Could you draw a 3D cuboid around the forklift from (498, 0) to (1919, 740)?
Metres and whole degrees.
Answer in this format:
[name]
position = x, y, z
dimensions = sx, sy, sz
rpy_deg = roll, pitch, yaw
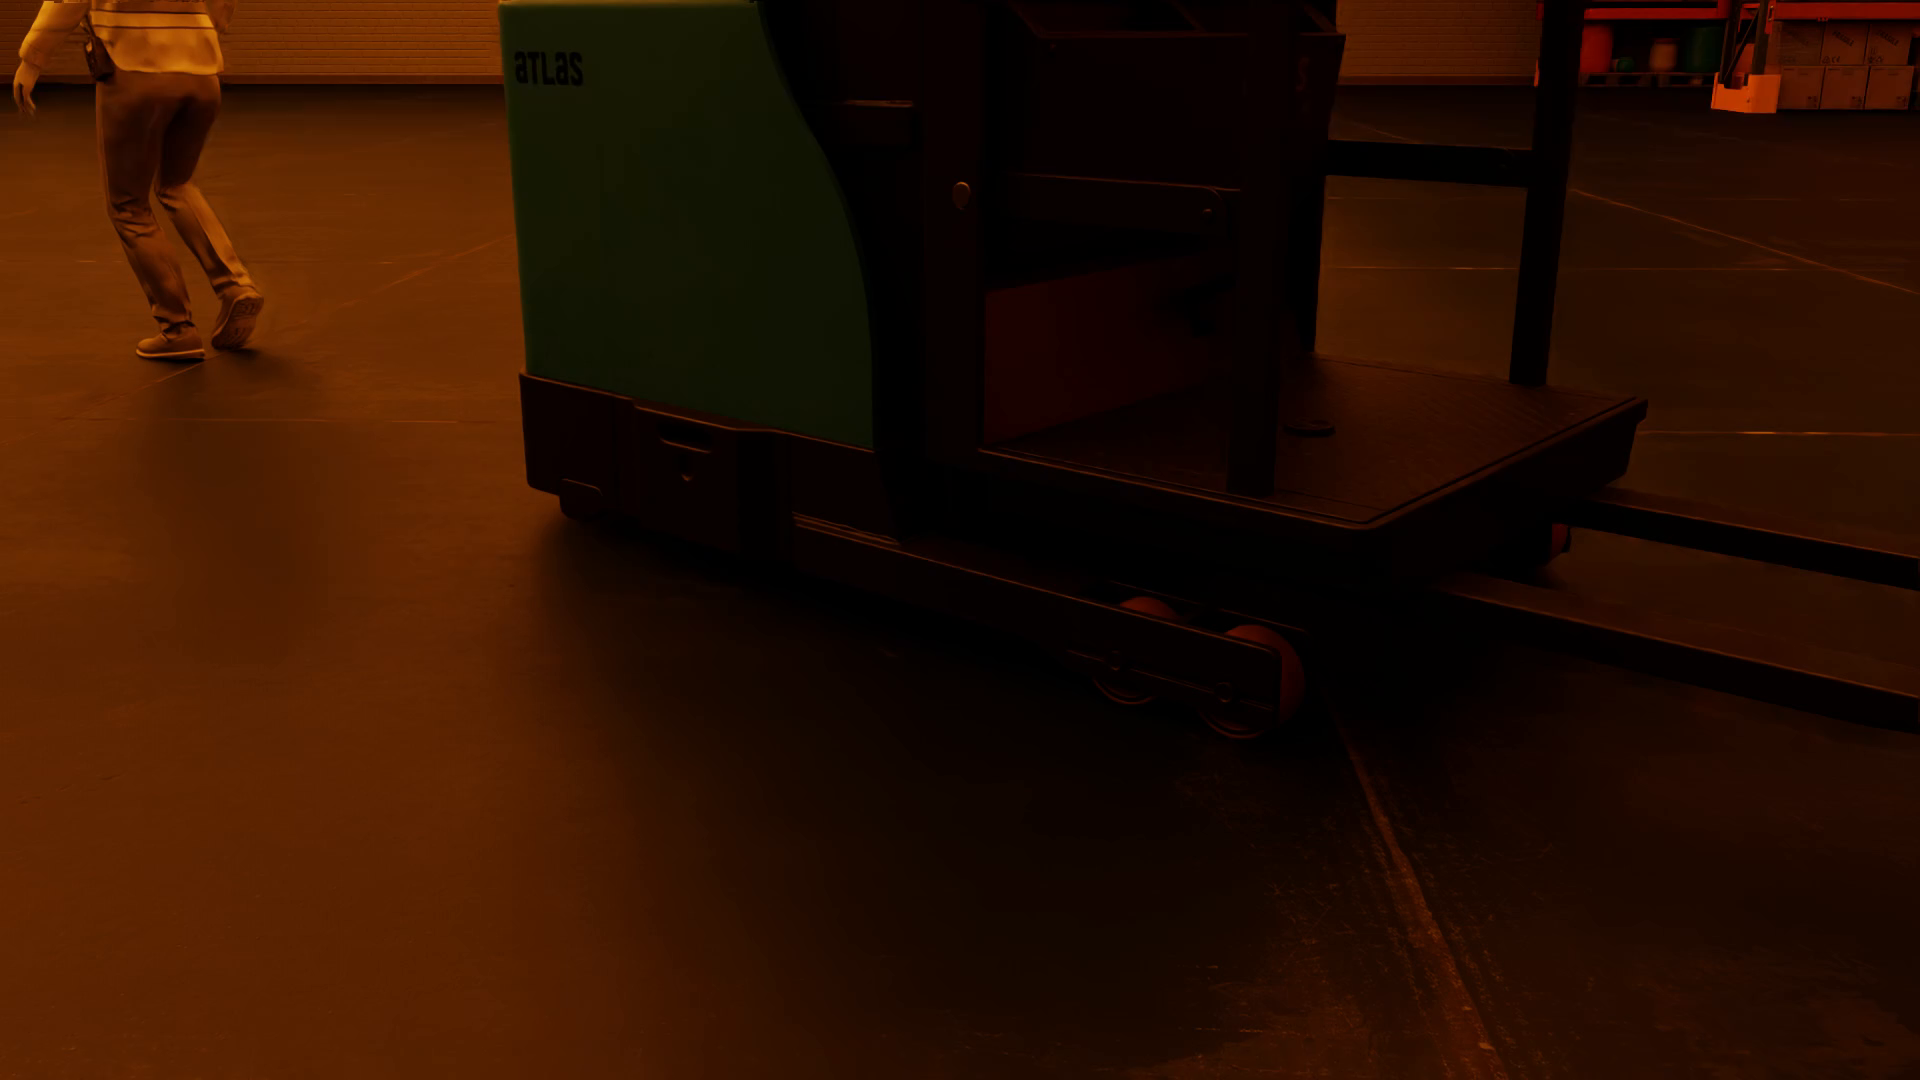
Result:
[forklift]
position = 0.530, -1.284, 2.564
dimensions = 3.031, 2.935, 1.130
rpy_deg = 14, 22, 38

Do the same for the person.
[person]
position = -2.456, -1.343, 4.957
dimensions = 0.430, 1.646, 0.732
rpy_deg = 9, 20, 28
